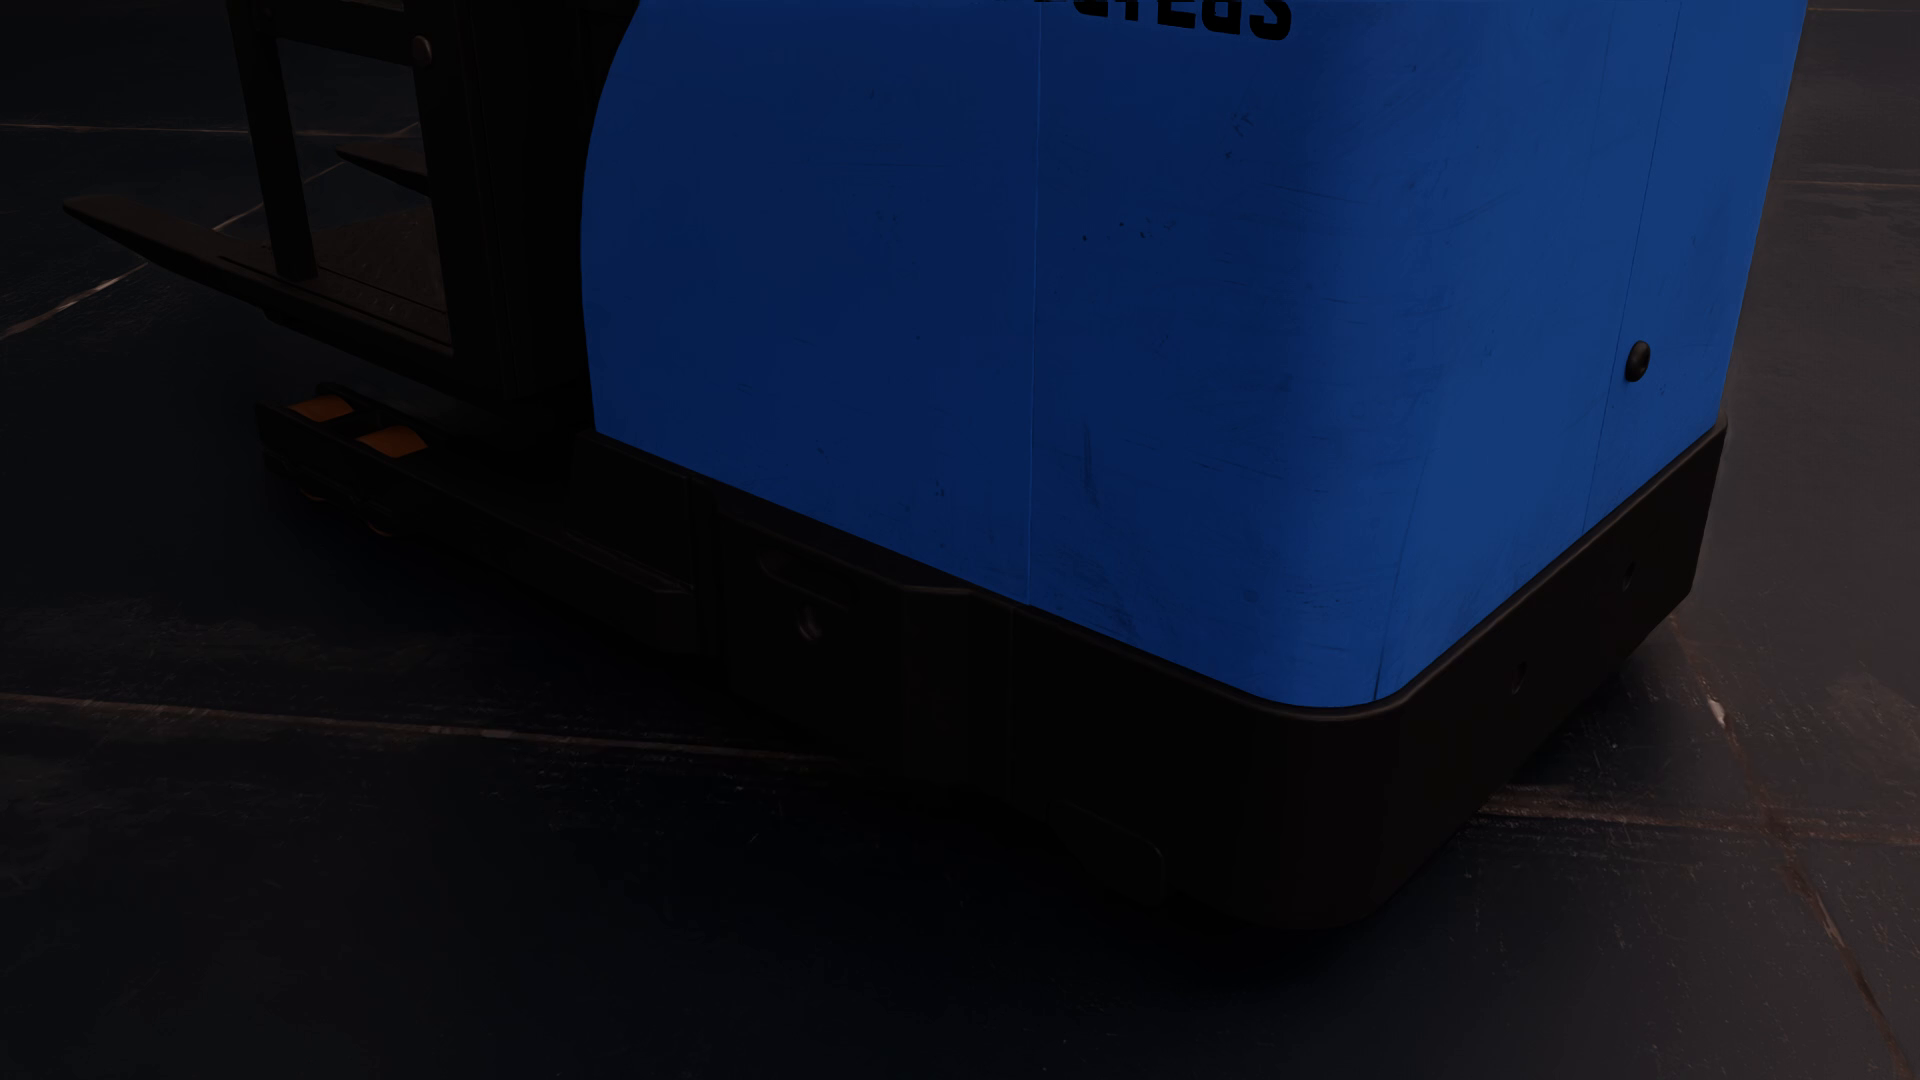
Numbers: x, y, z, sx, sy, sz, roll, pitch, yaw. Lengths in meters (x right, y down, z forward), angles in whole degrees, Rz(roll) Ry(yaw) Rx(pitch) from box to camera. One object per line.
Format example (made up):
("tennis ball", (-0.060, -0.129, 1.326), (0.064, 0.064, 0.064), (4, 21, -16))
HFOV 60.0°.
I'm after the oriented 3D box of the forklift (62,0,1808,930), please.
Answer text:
("forklift", (-0.464, -1.473, 2.168), (3.031, 2.935, 1.130), (21, 33, 36))
